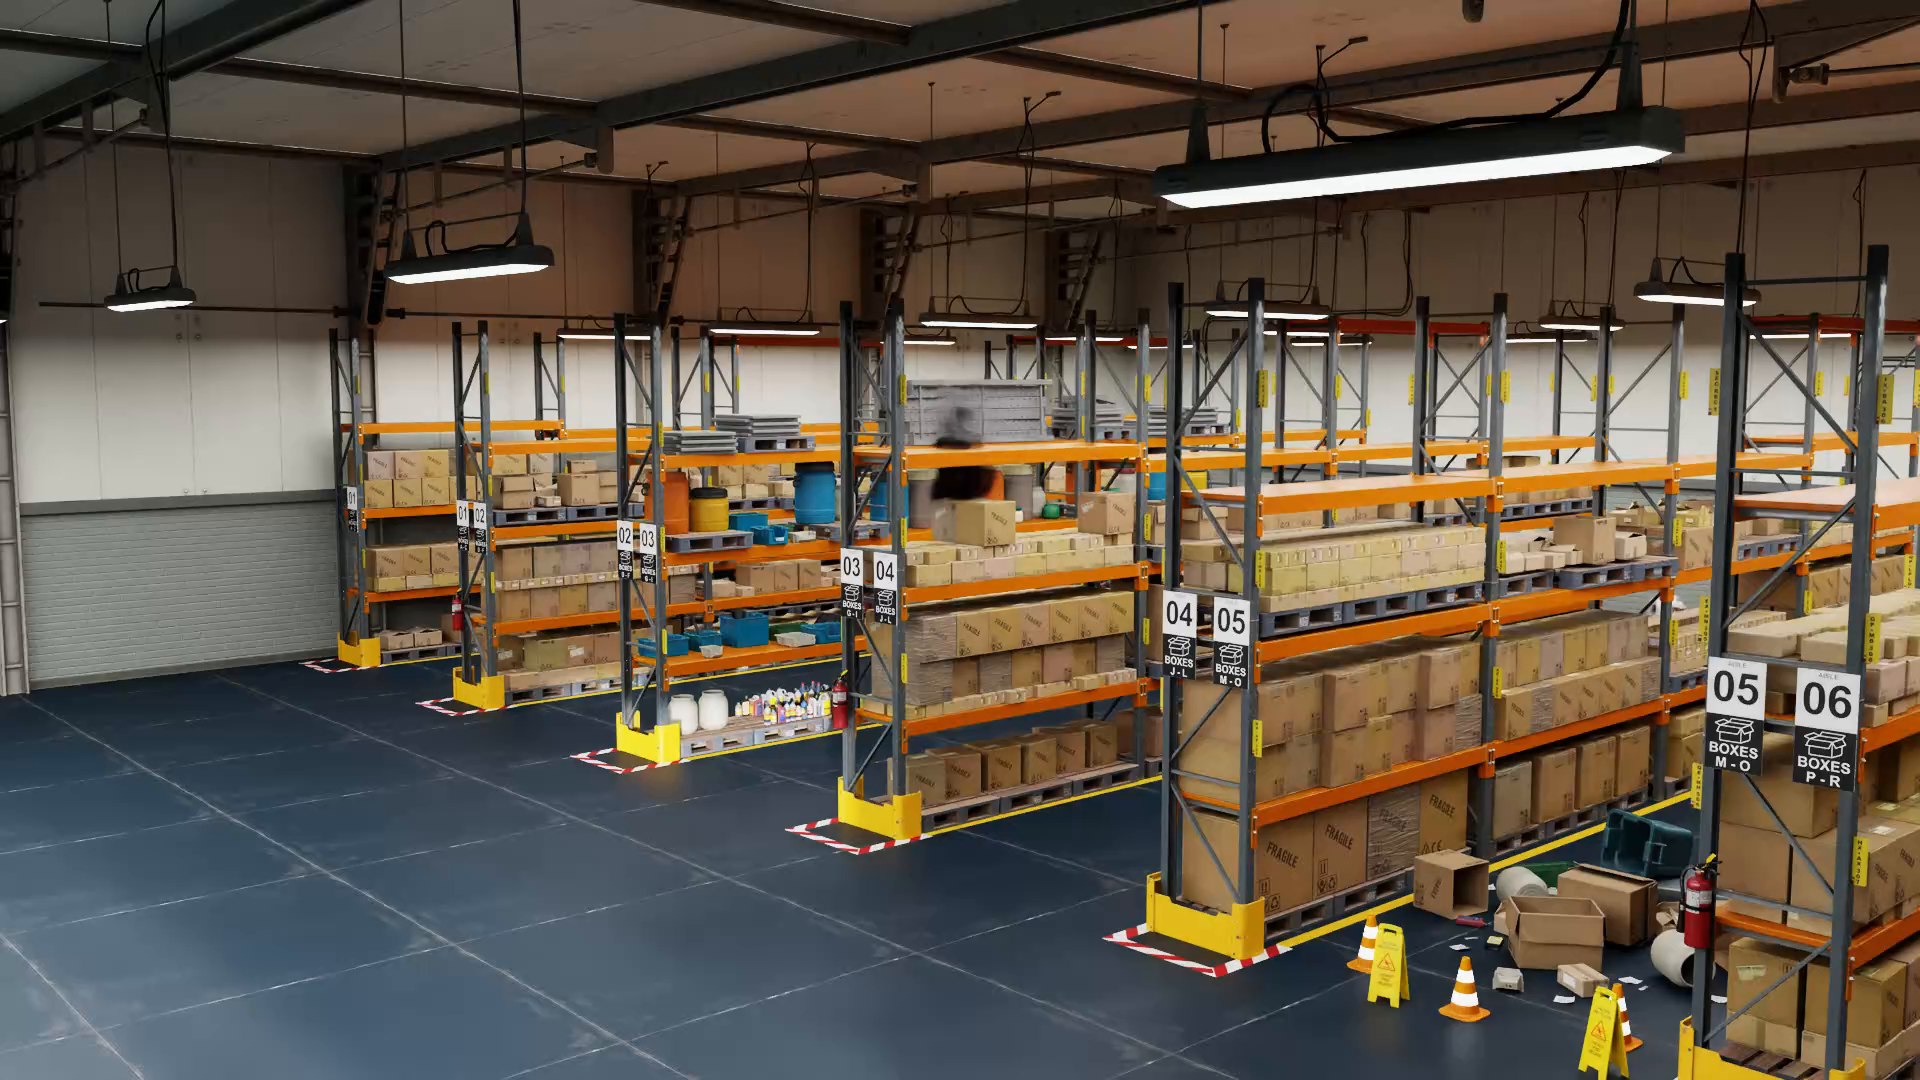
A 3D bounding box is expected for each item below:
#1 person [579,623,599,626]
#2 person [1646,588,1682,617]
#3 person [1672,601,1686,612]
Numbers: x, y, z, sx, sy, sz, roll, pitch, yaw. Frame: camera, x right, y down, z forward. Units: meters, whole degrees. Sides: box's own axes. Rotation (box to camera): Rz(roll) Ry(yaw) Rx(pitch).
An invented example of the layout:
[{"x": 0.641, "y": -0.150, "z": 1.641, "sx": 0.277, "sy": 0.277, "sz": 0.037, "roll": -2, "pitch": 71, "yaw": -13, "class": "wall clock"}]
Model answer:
[{"x": -6.574, "y": 1.471, "z": 29.295, "sx": 0.557, "sy": 1.600, "sz": 0.606, "roll": -5, "pitch": 8, "yaw": -43, "class": "person"}, {"x": 12.057, "y": 1.529, "z": 28.283, "sx": 0.769, "sy": 1.762, "sz": 0.651, "roll": 2, "pitch": 6, "yaw": 18, "class": "person"}, {"x": 11.016, "y": 1.801, "z": 25.374, "sx": 0.680, "sy": 1.758, "sz": 0.698, "roll": -4, "pitch": 7, "yaw": -33, "class": "person"}]
